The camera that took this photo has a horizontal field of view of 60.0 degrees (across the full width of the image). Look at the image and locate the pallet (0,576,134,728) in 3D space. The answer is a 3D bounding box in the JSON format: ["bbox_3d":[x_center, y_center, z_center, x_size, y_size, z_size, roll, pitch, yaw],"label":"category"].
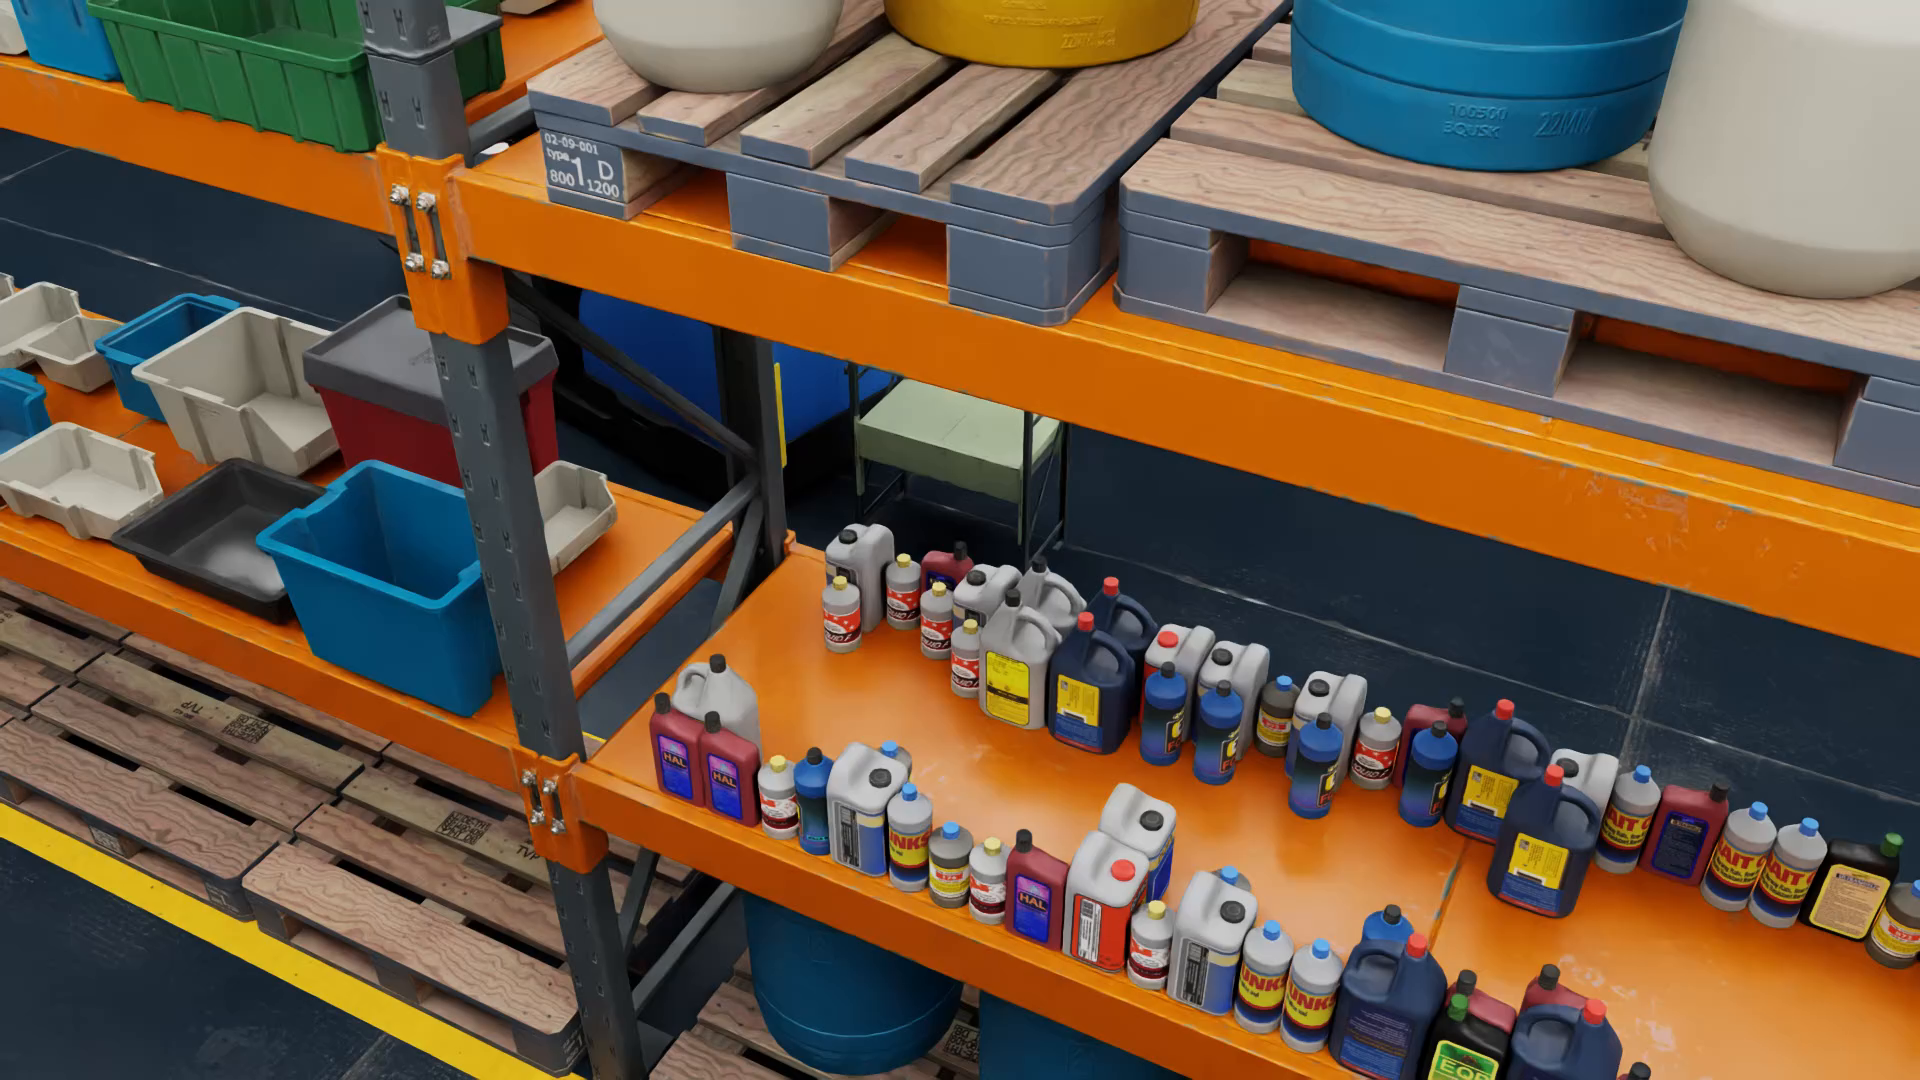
[{"bbox_3d":[-3.594,0.341,6.126,1.213,0.211,1.003,17,41,21],"label":"pallet"}]

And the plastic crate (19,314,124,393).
[{"bbox_3d":[-2.720,-0.584,5.207,0.250,0.136,0.298,17,41,21],"label":"plastic crate"}]

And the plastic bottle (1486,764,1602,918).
[{"bbox_3d":[1.238,0.617,3.497,0.185,0.351,0.144,17,41,21],"label":"plastic bottle"}]

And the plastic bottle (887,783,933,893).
[{"bbox_3d":[-0.105,0.626,3.551,0.097,0.271,0.097,0,37,0],"label":"plastic bottle"}]

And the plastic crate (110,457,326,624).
[{"bbox_3d":[-1.874,0.011,4.432,0.590,0.125,0.437,17,41,21],"label":"plastic crate"}]

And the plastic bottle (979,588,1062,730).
[{"bbox_3d":[0.144,0.269,3.955,0.185,0.351,0.144,17,41,21],"label":"plastic bottle"}]

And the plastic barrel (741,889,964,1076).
[{"bbox_3d":[-0.281,0.921,4.443,0.708,0.901,0.600,17,41,21],"label":"plastic barrel"}]

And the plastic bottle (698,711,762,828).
[{"bbox_3d":[-0.509,0.507,3.698,0.133,0.283,0.061,17,41,21],"label":"plastic bottle"}]

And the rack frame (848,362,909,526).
[{"bbox_3d":[-0.319,-0.697,6.428,0.023,1.500,0.400,17,41,21],"label":"rack frame"}]

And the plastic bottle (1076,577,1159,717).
[{"bbox_3d":[0.374,0.243,3.989,0.185,0.351,0.144,17,41,21],"label":"plastic bottle"}]

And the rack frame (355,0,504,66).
[{"bbox_3d":[-0.757,-2.297,2.333,0.127,3.000,1.000,17,41,21],"label":"rack frame"}]

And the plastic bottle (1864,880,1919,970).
[{"bbox_3d":[1.940,0.777,3.409,0.097,0.201,0.097,0,37,0],"label":"plastic bottle"}]

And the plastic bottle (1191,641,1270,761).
[{"bbox_3d":[0.634,0.357,3.901,0.135,0.276,0.152,17,41,21],"label":"plastic bottle"}]

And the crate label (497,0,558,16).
[{"bbox_3d":[-1.058,-1.288,3.704,0.466,0.136,0.293,17,41,21],"label":"crate label"}]

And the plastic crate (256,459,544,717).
[{"bbox_3d":[-1.328,0.128,4.064,0.575,0.384,0.392,17,41,21],"label":"plastic crate"}]

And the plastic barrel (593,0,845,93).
[{"bbox_3d":[-0.404,-1.043,2.702,0.433,0.535,0.433,0,37,0],"label":"plastic barrel"}]

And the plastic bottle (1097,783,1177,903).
[{"bbox_3d":[0.371,0.651,3.514,0.135,0.276,0.152,17,41,21],"label":"plastic bottle"}]

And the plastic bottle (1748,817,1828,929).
[{"bbox_3d":[1.735,0.685,3.473,0.097,0.271,0.097,0,37,0],"label":"plastic bottle"}]

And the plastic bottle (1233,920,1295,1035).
[{"bbox_3d":[0.598,0.846,3.261,0.097,0.271,0.097,0,37,0],"label":"plastic bottle"}]

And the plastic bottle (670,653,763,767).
[{"bbox_3d":[-0.557,0.395,3.789,0.185,0.351,0.144,17,41,21],"label":"plastic bottle"}]

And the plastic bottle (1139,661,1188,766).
[{"bbox_3d":[0.473,0.394,3.857,0.097,0.271,0.097,0,37,0],"label":"plastic bottle"}]

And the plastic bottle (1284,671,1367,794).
[{"bbox_3d":[0.840,0.422,3.816,0.135,0.276,0.152,17,41,21],"label":"plastic bottle"}]

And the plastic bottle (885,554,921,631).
[{"bbox_3d":[-0.142,0.125,4.268,0.097,0.201,0.097,0,37,0],"label":"plastic bottle"}]

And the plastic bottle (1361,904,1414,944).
[{"bbox_3d":[0.837,0.823,3.292,0.097,0.271,0.097,0,37,0],"label":"plastic bottle"}]

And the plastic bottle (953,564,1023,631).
[{"bbox_3d":[0.066,0.180,4.135,0.135,0.276,0.152,17,41,21],"label":"plastic bottle"}]

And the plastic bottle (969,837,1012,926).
[{"bbox_3d":[0.067,0.708,3.501,0.097,0.201,0.097,0,37,0],"label":"plastic bottle"}]

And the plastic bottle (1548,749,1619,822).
[{"bbox_3d":[1.328,0.575,3.615,0.135,0.276,0.152,17,41,21],"label":"plastic bottle"}]

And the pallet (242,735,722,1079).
[{"bbox_3d":[-1.427,1.020,5.232,1.213,0.211,1.003,17,41,21],"label":"pallet"}]

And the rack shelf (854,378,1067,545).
[{"bbox_3d":[0.006,-0.336,6.491,0.720,0.370,0.431,17,41,21],"label":"rack shelf"}]

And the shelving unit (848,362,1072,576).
[{"bbox_3d":[0.006,-0.596,6.294,0.755,1.500,0.431,17,41,21],"label":"shelving unit"}]

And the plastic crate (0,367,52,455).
[{"bbox_3d":[-2.805,-0.282,4.729,0.300,0.233,0.416,17,41,21],"label":"plastic crate"}]

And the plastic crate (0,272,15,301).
[{"bbox_3d":[-3.250,-0.721,5.387,0.243,0.136,0.396,17,41,21],"label":"plastic crate"}]

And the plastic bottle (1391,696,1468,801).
[{"bbox_3d":[1.066,0.459,3.762,0.133,0.283,0.061,17,41,21],"label":"plastic bottle"}]

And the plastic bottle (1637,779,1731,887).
[{"bbox_3d":[1.555,0.611,3.560,0.133,0.283,0.061,17,41,21],"label":"plastic bottle"}]

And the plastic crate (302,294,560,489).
[{"bbox_3d":[-1.434,-0.340,4.614,0.583,0.464,0.402,17,41,21],"label":"plastic crate"}]

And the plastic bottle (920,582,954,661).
[{"bbox_3d":[-0.052,0.195,4.177,0.097,0.201,0.097,0,37,0],"label":"plastic bottle"}]

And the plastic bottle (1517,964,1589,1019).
[{"bbox_3d":[1.127,0.921,3.152,0.133,0.283,0.061,17,41,21],"label":"plastic bottle"}]

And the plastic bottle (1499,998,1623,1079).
[{"bbox_3d":[1.103,0.956,3.050,0.185,0.351,0.144,17,41,21],"label":"plastic bottle"}]

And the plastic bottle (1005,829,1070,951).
[{"bbox_3d":[0.161,0.717,3.421,0.133,0.283,0.061,17,41,21],"label":"plastic bottle"}]

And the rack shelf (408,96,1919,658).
[{"bbox_3d":[1.019,-0.260,2.725,4.000,0.370,1.077,17,41,21],"label":"rack shelf"}]

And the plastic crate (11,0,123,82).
[{"bbox_3d":[-1.712,-1.117,3.399,0.300,0.233,0.416,17,41,21],"label":"plastic crate"}]

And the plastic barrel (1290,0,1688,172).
[{"bbox_3d":[0.829,-1.077,2.445,0.708,0.901,0.600,17,41,21],"label":"plastic barrel"}]

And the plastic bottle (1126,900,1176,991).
[{"bbox_3d":[0.392,0.809,3.367,0.097,0.201,0.097,0,37,0],"label":"plastic bottle"}]

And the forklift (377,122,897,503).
[{"bbox_3d":[-1.611,-2.061,7.041,3.031,2.935,1.130,29,46,33],"label":"forklift"}]

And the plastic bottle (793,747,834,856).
[{"bbox_3d":[-0.311,0.561,3.636,0.097,0.271,0.097,0,37,0],"label":"plastic bottle"}]

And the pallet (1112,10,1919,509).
[{"bbox_3d":[0.993,-0.548,2.666,1.213,0.211,1.003,17,41,21],"label":"pallet"}]

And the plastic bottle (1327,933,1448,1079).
[{"bbox_3d":[0.820,0.868,3.166,0.185,0.351,0.144,17,41,21],"label":"plastic bottle"}]

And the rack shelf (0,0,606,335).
[{"bbox_3d":[-2.533,-1.372,4.190,4.000,0.370,1.077,17,41,21],"label":"rack shelf"}]

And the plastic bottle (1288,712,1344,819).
[{"bbox_3d":[0.799,0.496,3.723,0.097,0.271,0.097,0,37,0],"label":"plastic bottle"}]
